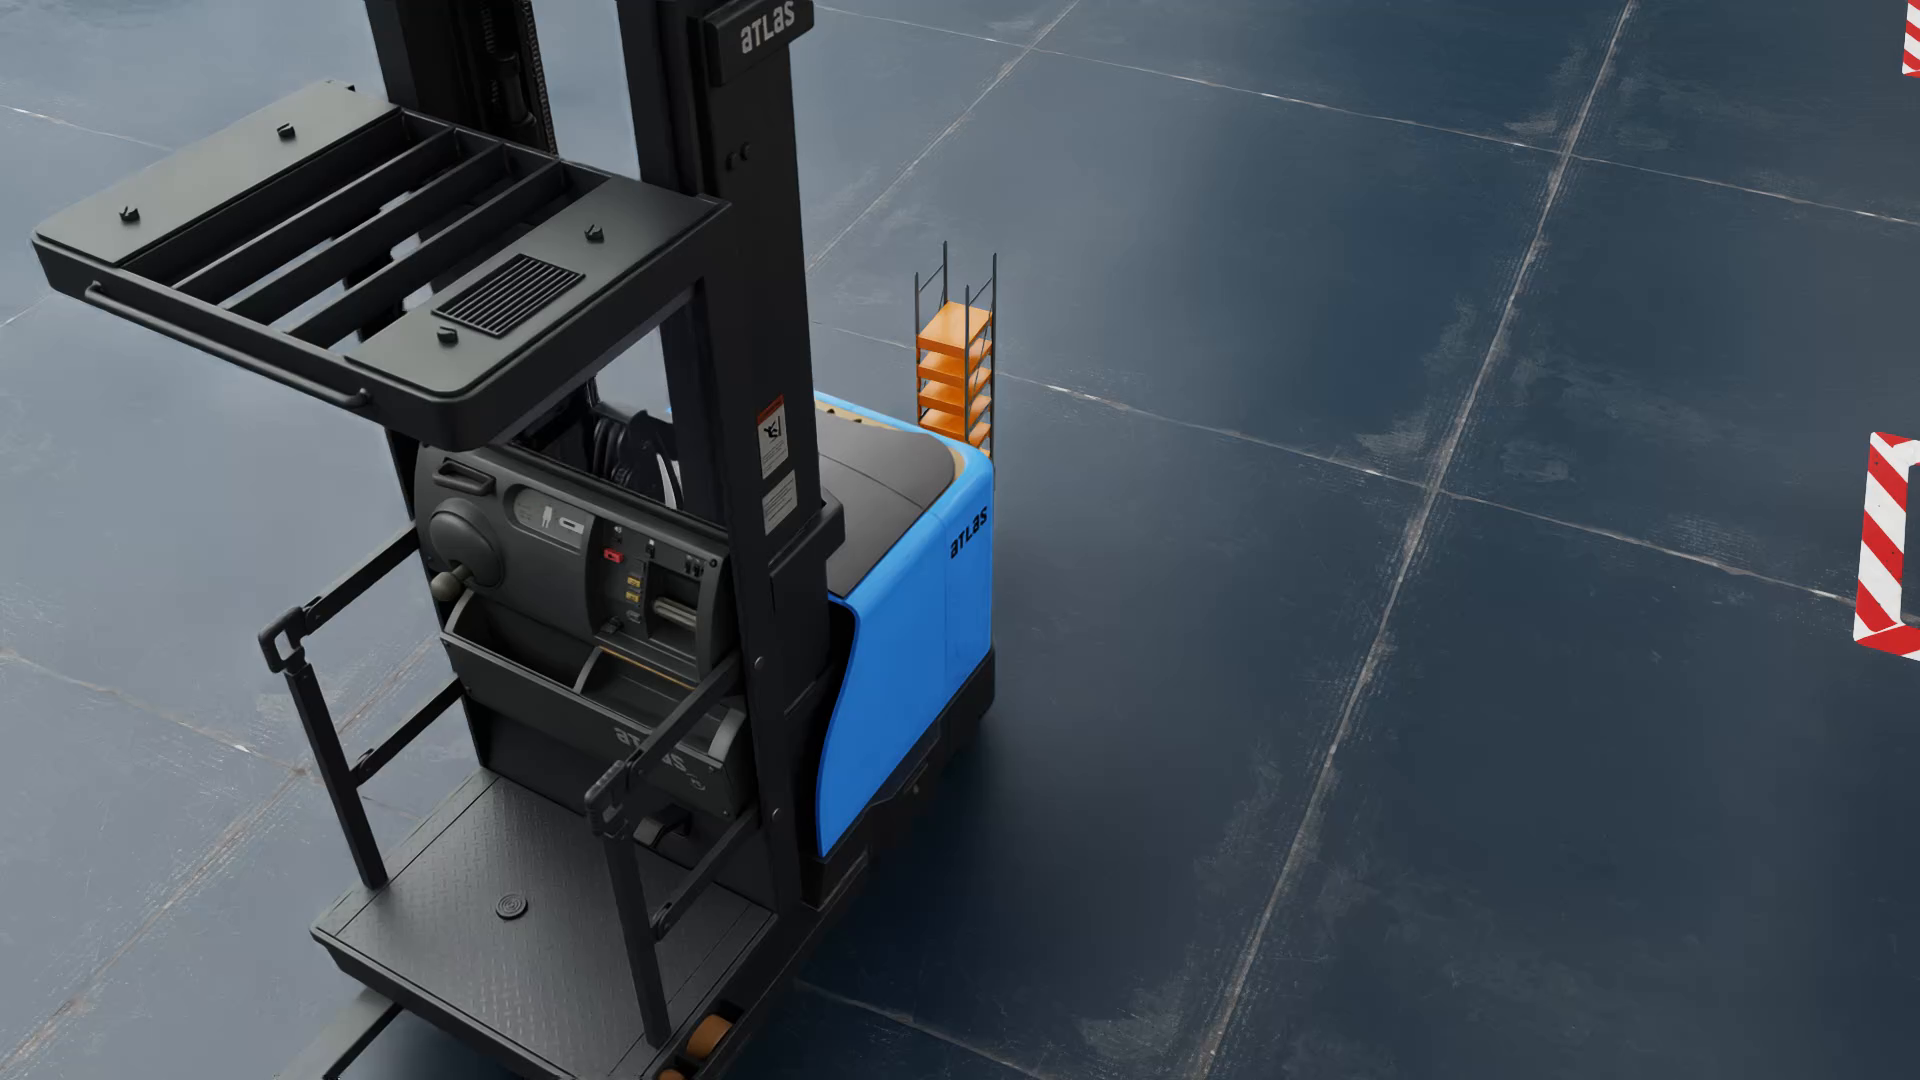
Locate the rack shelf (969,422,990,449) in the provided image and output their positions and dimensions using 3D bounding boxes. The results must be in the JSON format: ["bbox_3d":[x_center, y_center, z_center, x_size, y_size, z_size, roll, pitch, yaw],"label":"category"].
[{"bbox_3d":[-0.013,-0.333,5.969,0.180,0.103,0.258,17,44,19],"label":"rack shelf"}]

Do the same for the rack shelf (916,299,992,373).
[{"bbox_3d":[-0.013,-0.696,5.655,0.180,0.103,0.258,17,44,19],"label":"rack shelf"}]

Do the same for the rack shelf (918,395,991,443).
[{"bbox_3d":[-0.013,-0.424,5.891,0.180,0.103,0.258,17,44,19],"label":"rack shelf"}]

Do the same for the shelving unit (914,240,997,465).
[{"bbox_3d":[-0.013,-0.457,5.862,0.189,1.200,0.258,17,44,19],"label":"shelving unit"}]

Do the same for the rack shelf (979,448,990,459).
[{"bbox_3d":[-0.013,-0.242,6.048,0.180,0.103,0.258,17,44,19],"label":"rack shelf"}]

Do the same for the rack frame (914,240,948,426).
[{"bbox_3d":[-0.096,-0.483,5.891,0.006,1.200,0.240,17,44,19],"label":"rack frame"}]

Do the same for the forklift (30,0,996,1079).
[{"bbox_3d":[-1.060,0.122,3.872,1.130,2.935,3.031,21,45,22],"label":"forklift"}]

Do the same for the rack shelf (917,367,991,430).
[{"bbox_3d":[-0.013,-0.514,5.812,0.180,0.103,0.258,17,44,19],"label":"rack shelf"}]

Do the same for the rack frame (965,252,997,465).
[{"bbox_3d":[0.070,-0.432,5.832,0.006,1.200,0.240,17,44,19],"label":"rack frame"}]

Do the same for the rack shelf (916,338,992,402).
[{"bbox_3d":[-0.013,-0.605,5.734,0.180,0.103,0.258,17,44,19],"label":"rack shelf"}]
